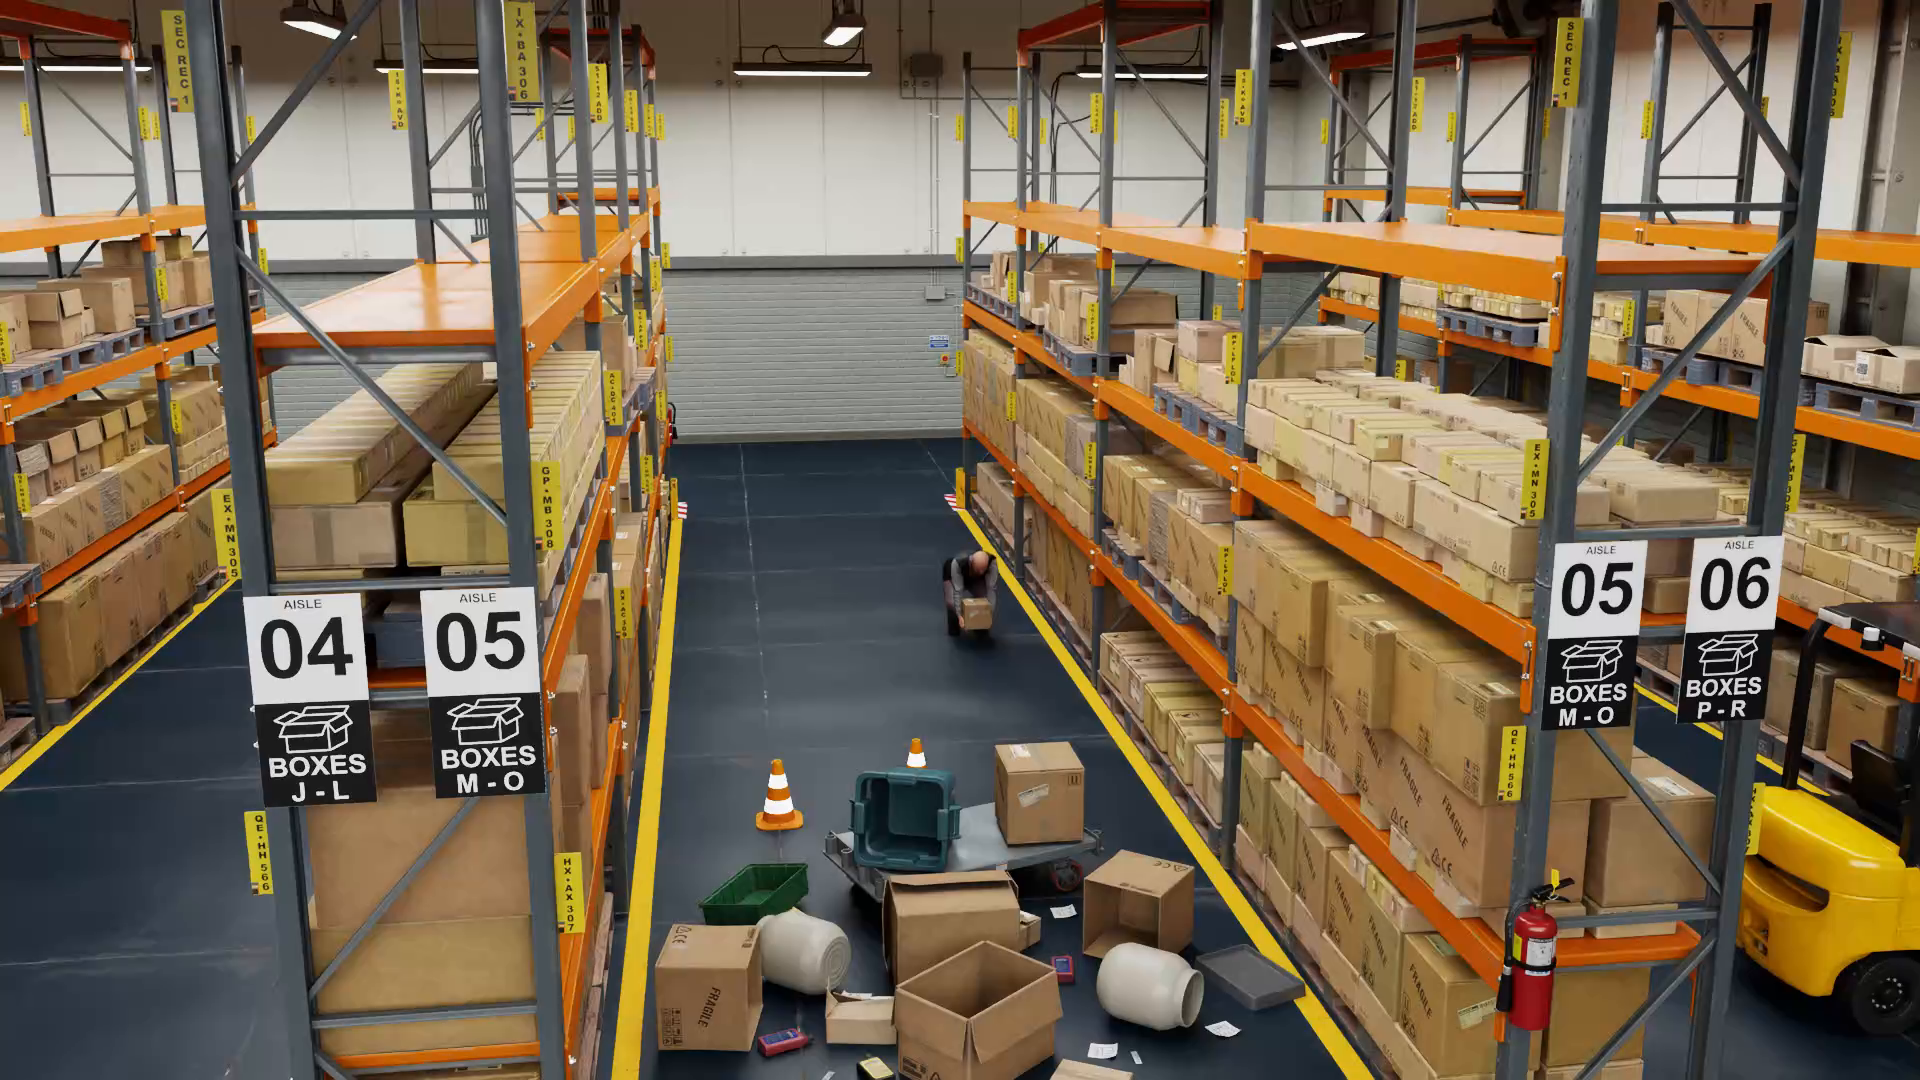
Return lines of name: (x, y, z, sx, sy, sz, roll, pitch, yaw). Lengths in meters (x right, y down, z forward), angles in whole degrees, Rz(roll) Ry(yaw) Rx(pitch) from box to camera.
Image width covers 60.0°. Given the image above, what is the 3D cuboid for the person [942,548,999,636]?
person: (0.103, 0.472, 16.579, 0.509, 0.897, 0.890, -2, 13, -10)
